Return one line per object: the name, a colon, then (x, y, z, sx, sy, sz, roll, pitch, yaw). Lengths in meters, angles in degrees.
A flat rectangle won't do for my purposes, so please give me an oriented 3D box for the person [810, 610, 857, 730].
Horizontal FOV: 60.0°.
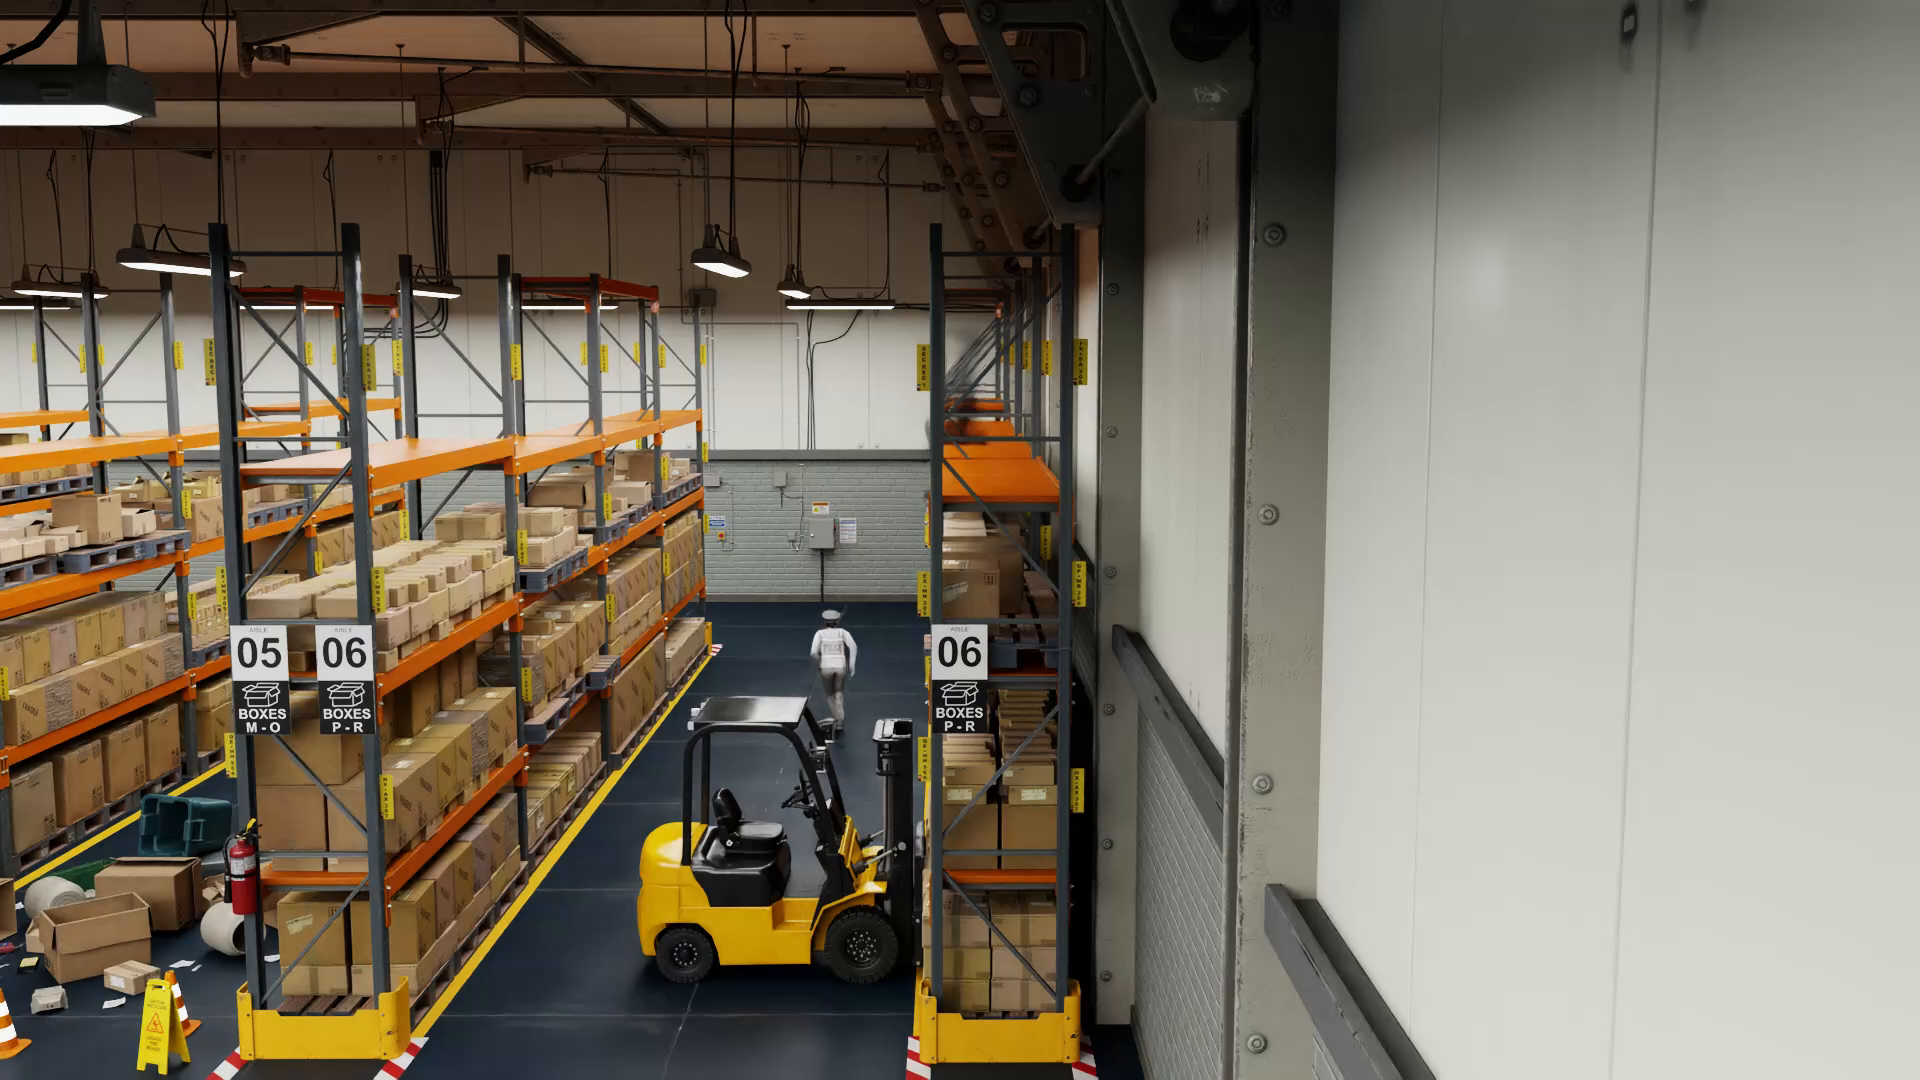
person: (-1.696, 1.779, 22.397, 0.608, 1.620, 0.692, -2, 7, -14)
